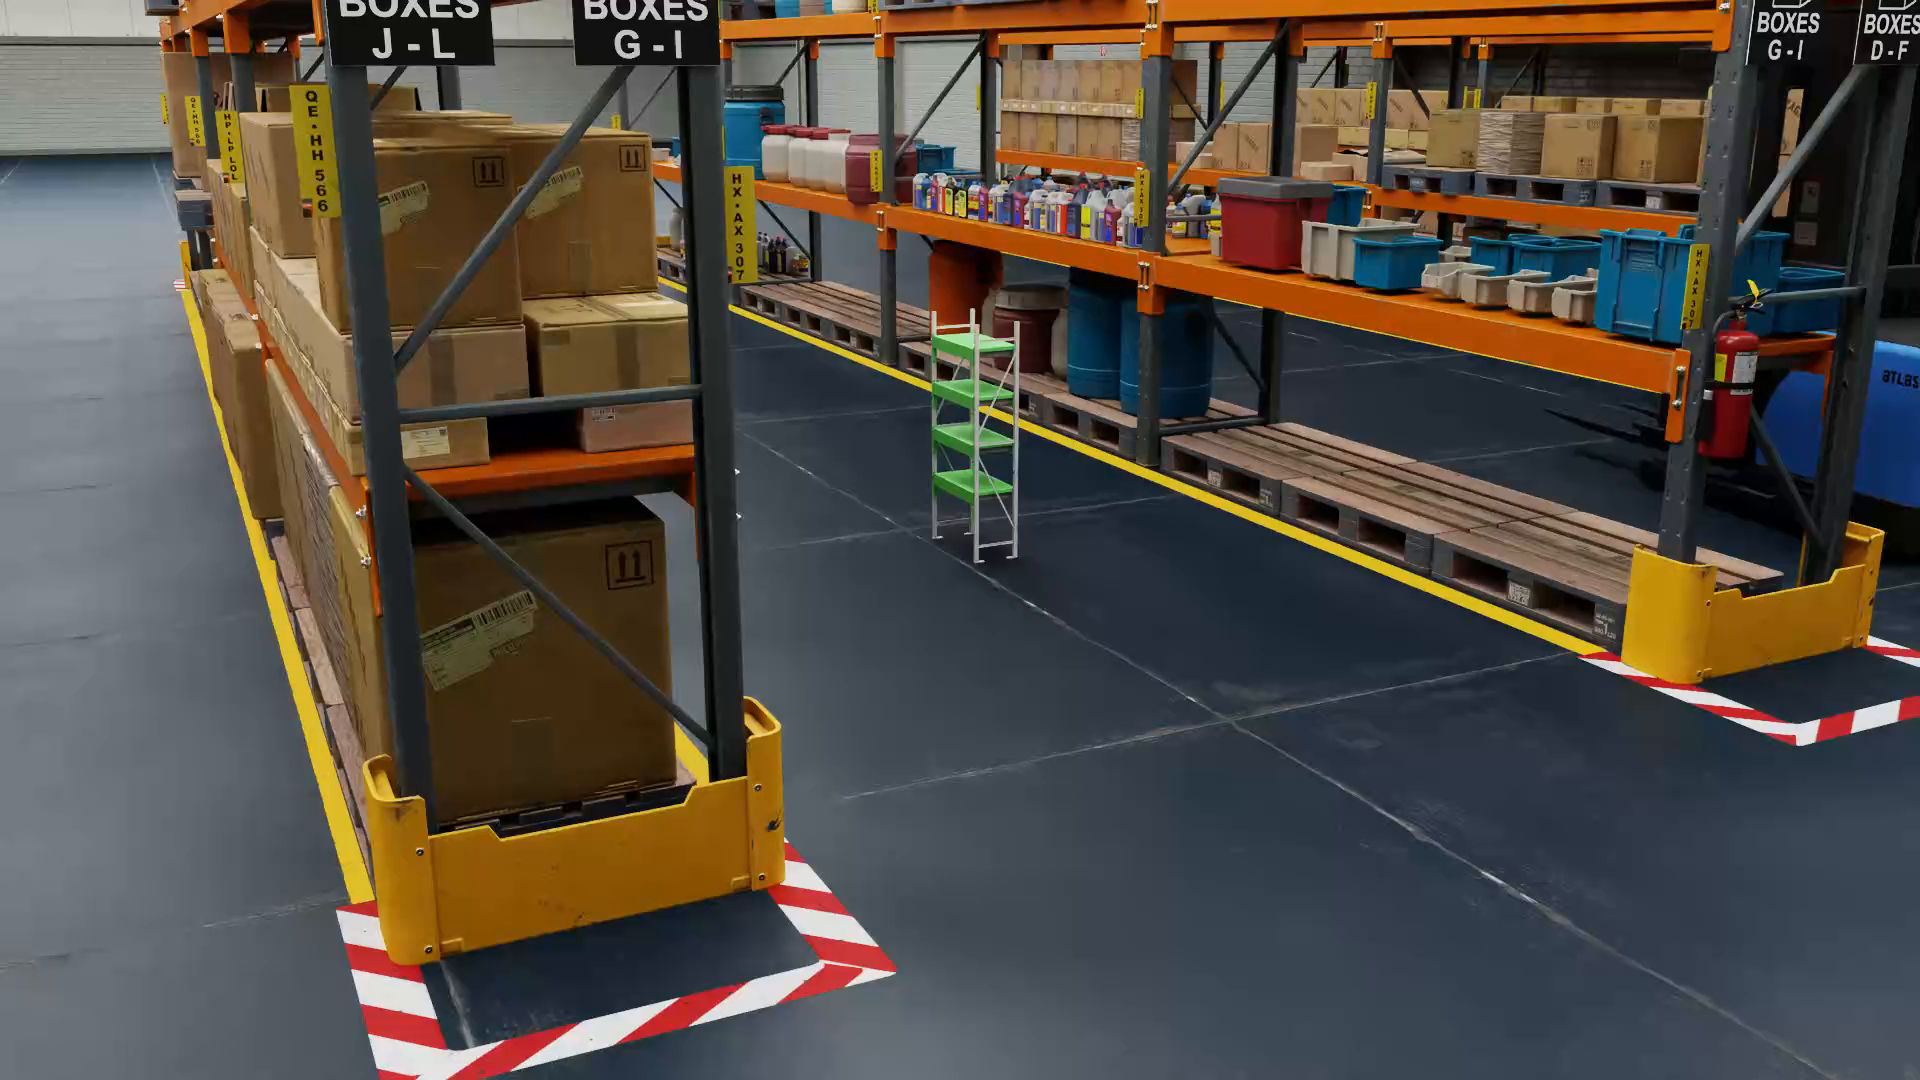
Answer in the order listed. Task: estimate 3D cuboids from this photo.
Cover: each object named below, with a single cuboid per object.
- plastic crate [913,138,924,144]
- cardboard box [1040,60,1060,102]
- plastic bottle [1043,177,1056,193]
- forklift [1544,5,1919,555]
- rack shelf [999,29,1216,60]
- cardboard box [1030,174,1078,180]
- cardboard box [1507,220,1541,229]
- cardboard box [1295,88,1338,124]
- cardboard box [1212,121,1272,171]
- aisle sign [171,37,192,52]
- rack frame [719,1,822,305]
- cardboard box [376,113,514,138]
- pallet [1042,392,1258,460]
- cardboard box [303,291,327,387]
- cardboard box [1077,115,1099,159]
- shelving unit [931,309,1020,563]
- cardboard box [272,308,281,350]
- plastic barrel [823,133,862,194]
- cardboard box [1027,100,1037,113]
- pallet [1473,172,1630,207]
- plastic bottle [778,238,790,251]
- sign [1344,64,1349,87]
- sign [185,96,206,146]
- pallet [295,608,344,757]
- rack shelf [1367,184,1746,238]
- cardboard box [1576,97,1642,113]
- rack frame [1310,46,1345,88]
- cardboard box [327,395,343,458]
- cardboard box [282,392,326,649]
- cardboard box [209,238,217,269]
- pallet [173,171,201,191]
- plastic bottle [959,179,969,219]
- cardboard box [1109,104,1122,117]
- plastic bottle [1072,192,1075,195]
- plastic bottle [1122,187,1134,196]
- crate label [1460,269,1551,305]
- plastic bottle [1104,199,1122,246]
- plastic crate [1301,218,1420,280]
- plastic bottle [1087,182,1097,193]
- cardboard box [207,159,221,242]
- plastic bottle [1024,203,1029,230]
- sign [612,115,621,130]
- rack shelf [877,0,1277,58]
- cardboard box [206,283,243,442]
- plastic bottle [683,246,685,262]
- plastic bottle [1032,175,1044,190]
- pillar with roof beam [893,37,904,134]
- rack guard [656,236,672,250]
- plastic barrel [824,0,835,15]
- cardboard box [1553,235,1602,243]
[{"bbox_3d":[-0.612,-3.420,15.116,0.402,0.464,0.583,-8,18,-25],"label":"plastic crate"},{"bbox_3d":[1.444,-5.820,21.060,0.700,0.500,0.500,-8,18,-25],"label":"cardboard box"},{"bbox_3d":[0.688,-2.657,12.804,0.097,0.271,0.097,0,16,0],"label":"plastic bottle"},{"bbox_3d":[4.675,-1.698,9.354,1.130,2.935,3.031,-6,17,-19],"label":"forklift"},{"bbox_3d":[1.647,-6.133,20.552,1.077,0.370,4.000,-8,18,-25],"label":"rack shelf"},{"bbox_3d":[1.273,-4.677,22.475,0.500,0.500,0.500,-8,18,-25],"label":"cardboard box"},{"bbox_3d":[7.312,-3.971,20.883,0.700,0.500,0.500,-7,17,-23],"label":"cardboard box"},{"bbox_3d":[5.161,-6.276,24.059,0.500,0.500,0.500,-8,18,-25],"label":"cardboard box"},{"bbox_3d":[3.076,-4.267,17.999,0.500,0.500,0.500,-6,17,-21],"label":"cardboard box"},{"bbox_3d":[-8.433,-5.566,17.995,0.394,0.787,0.004,-8,18,-25],"label":"aisle sign"},{"bbox_3d":[-1.931,-3.944,17.056,1.000,3.000,0.127,-8,18,-25],"label":"rack frame"},{"bbox_3d":[-2.221,-1.587,7.215,0.500,0.500,0.500,-7,18,-24],"label":"cardboard box"},{"bbox_3d":[1.273,-0.816,11.212,1.003,0.211,1.213,-8,18,-25],"label":"pallet"},{"bbox_3d":[-1.799,-0.655,5.327,0.500,0.250,0.500,-8,18,-26],"label":"cardboard box"},{"bbox_3d":[1.870,-4.954,20.394,0.700,0.500,0.500,-7,18,-24],"label":"cardboard box"},{"bbox_3d":[0.072,-0.536,8.442,0.258,1.200,0.503,-8,18,-25],"label":"shelving unit"},{"bbox_3d":[-2.588,-0.869,6.795,0.380,0.149,0.250,-8,18,-26],"label":"cardboard box"},{"bbox_3d":[-1.006,-3.340,14.747,0.421,0.512,0.421,0,16,0],"label":"plastic barrel"},{"bbox_3d":[1.084,-5.580,21.400,0.380,0.149,0.250,-8,18,-26],"label":"cardboard box"},{"bbox_3d":[5.132,-2.976,14.030,1.003,0.211,1.213,-8,18,-25],"label":"pallet"},{"bbox_3d":[-1.912,-3.132,18.233,0.144,0.351,0.185,-7,17,-23],"label":"plastic bottle"},{"bbox_3d":[5.730,-6.903,24.697,0.100,0.325,0.005,-8,18,-25],"label":"sign"},{"bbox_3d":[-5.115,-2.804,11.129,0.100,0.325,0.005,-8,18,-25],"label":"sign"},{"bbox_3d":[-2.078,0.480,6.697,1.003,0.211,1.213,-8,18,-25],"label":"pallet"},{"bbox_3d":[5.152,-2.708,14.053,1.077,0.370,4.000,-8,18,-25],"label":"rack shelf"},{"bbox_3d":[7.722,-4.971,19.658,0.700,0.500,0.500,-5,17,-17],"label":"cardboard box"},{"bbox_3d":[5.222,-6.133,24.684,1.000,3.000,0.127,-8,18,-25],"label":"rack frame"},{"bbox_3d":[-1.694,-0.362,5.029,0.380,0.149,0.250,-7,18,-24],"label":"cardboard box"},{"bbox_3d":[-2.267,-0.146,6.911,0.875,0.875,0.875,-8,18,-25],"label":"cardboard box"},{"bbox_3d":[-7.877,-3.181,18.167,0.500,0.500,0.500,-4,17,-15],"label":"cardboard box"},{"bbox_3d":[-6.180,-3.046,14.275,1.003,0.211,1.213,-8,18,-25],"label":"pallet"},{"bbox_3d":[0.042,-2.539,12.372,0.061,0.283,0.133,-8,18,-25],"label":"plastic bottle"},{"bbox_3d":[1.988,-5.069,19.620,0.380,0.149,0.250,-8,18,-27],"label":"cardboard box"},{"bbox_3d":[0.774,-2.226,11.302,0.097,0.271,0.097,0,16,0],"label":"plastic bottle"},{"bbox_3d":[1.206,-2.349,11.721,0.152,0.276,0.135,-8,18,-25],"label":"plastic bottle"},{"bbox_3d":[2.548,-1.191,7.831,0.396,0.136,0.243,-8,18,-25],"label":"crate label"},{"bbox_3d":[0.968,-2.015,10.545,0.061,0.283,0.133,-8,18,-25],"label":"plastic bottle"},{"bbox_3d":[2.077,-1.531,8.755,0.437,0.282,0.530,-8,18,-25],"label":"plastic crate"},{"bbox_3d":[0.967,-2.478,12.158,0.061,0.283,0.133,-8,18,-25],"label":"plastic bottle"},{"bbox_3d":[-4.663,-2.248,10.966,0.500,0.500,0.500,-7,17,-23],"label":"cardboard box"},{"bbox_3d":[0.493,-2.255,11.532,0.097,0.201,0.097,0,16,0],"label":"plastic bottle"},{"bbox_3d":[-4.180,-5.003,20.246,0.100,0.325,0.005,-8,18,-25],"label":"sign"},{"bbox_3d":[0.697,-3.552,11.557,1.077,0.370,4.000,-8,18,-25],"label":"rack shelf"},{"bbox_3d":[-3.964,-1.139,10.371,1.225,0.875,0.875,-8,18,-25],"label":"cardboard box"},{"bbox_3d":[-3.124,-3.289,19.050,0.097,0.201,0.097,0,16,0],"label":"plastic bottle"},{"bbox_3d":[0.602,-2.705,12.973,0.097,0.271,0.097,0,16,0],"label":"plastic bottle"},{"bbox_3d":[-5.449,-12.891,37.356,9.100,9.000,0.400,-8,18,-25],"label":"pillar with roof beam"},{"bbox_3d":[-3.608,-3.721,20.811,1.175,0.500,0.348,-8,18,-25],"label":"rack guard"},{"bbox_3d":[-0.940,-5.202,15.095,0.600,0.901,0.708,-8,18,-25],"label":"plastic barrel"},{"bbox_3d":[5.377,-2.450,14.225,0.500,0.250,0.500,-8,18,-26],"label":"cardboard box"}]
